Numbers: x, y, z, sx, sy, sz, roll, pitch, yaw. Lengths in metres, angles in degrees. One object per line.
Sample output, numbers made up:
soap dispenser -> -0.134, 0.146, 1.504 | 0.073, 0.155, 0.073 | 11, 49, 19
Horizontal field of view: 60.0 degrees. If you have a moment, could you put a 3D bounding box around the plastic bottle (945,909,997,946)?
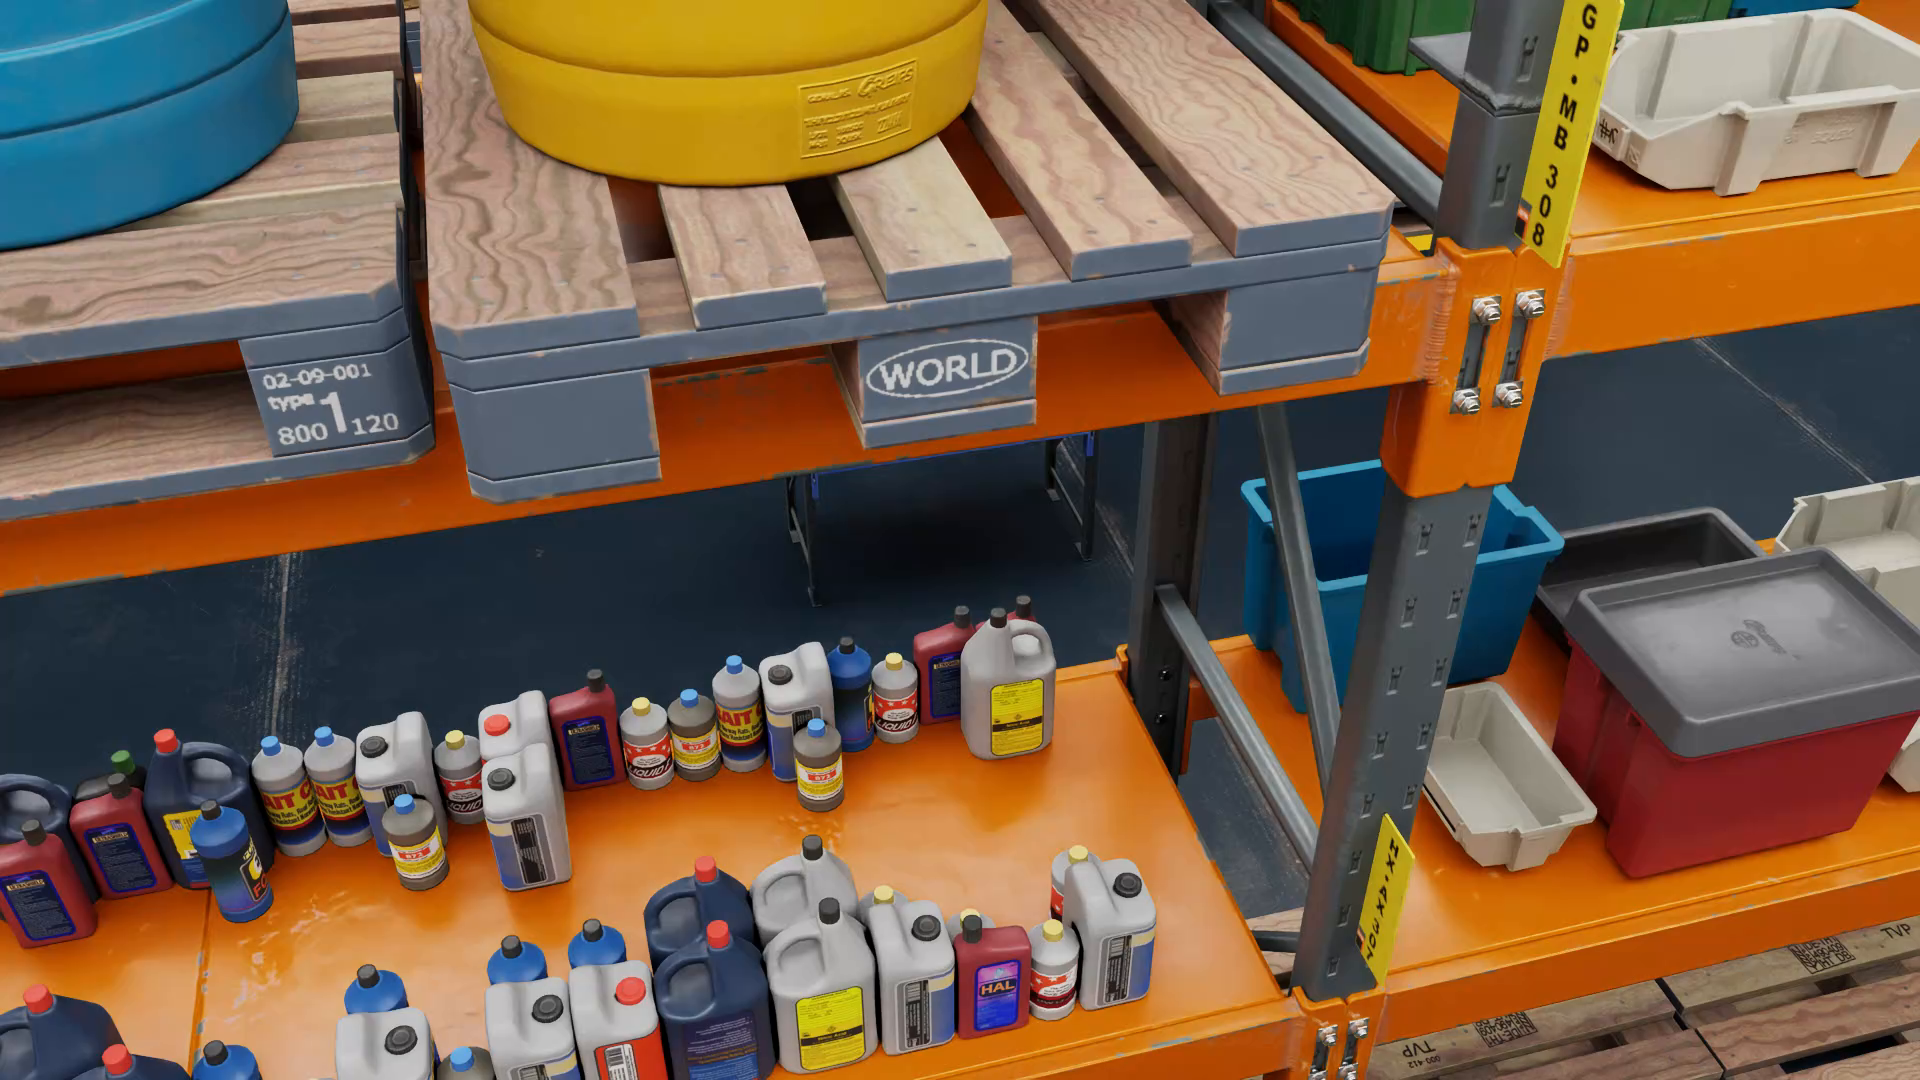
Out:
plastic bottle -> 0.018, 0.740, 2.978 | 0.097, 0.201, 0.097 | 0, 37, 0

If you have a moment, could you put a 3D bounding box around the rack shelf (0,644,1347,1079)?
rack shelf -> -1.367, 0.991, 3.077 | 4.000, 0.370, 1.077 | -9, 38, -12

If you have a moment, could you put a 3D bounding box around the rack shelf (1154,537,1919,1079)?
rack shelf -> 2.494, 0.358, 3.906 | 4.000, 0.370, 1.077 | -9, 38, -12

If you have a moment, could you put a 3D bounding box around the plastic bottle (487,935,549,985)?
plastic bottle -> -0.753, 0.781, 2.866 | 0.097, 0.271, 0.097 | 0, 37, 0

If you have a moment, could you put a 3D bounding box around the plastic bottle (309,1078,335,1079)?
plastic bottle -> -1.031, 0.950, 2.703 | 0.097, 0.201, 0.097 | 0, 37, 0

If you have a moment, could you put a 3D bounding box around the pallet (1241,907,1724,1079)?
pallet -> 1.263, 1.357, 4.302 | 1.213, 0.211, 1.003 | -9, 38, -12

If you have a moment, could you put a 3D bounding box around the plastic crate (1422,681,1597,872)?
plastic crate -> 1.050, 0.480, 3.322 | 0.243, 0.136, 0.396 | -9, 38, -12

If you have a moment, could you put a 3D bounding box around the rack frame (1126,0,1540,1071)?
rack frame -> 0.563, 0.389, 3.273 | 0.127, 3.000, 1.000 | -9, 38, -12

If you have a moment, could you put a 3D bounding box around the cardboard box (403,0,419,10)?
cardboard box -> -2.414, -2.408, 6.501 | 0.500, 0.500, 0.700 | -19, 41, -23

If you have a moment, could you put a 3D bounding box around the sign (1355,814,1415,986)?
sign -> 0.705, 0.602, 2.767 | 0.005, 0.325, 0.100 | -9, 38, -12

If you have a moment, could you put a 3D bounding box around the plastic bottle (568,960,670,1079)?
plastic bottle -> -0.572, 0.828, 2.801 | 0.135, 0.276, 0.152 | -9, 38, -12

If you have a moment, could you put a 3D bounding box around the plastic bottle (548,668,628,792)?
plastic bottle -> -0.759, 0.384, 3.376 | 0.133, 0.283, 0.061 | -9, 38, -12

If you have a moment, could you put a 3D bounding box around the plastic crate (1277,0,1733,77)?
plastic crate -> 0.894, -0.963, 2.745 | 0.662, 0.188, 0.450 | -9, 38, -12

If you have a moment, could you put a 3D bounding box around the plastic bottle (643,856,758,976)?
plastic bottle -> -0.455, 0.691, 2.919 | 0.185, 0.351, 0.144 | -9, 38, -12

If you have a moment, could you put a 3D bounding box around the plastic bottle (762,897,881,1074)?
plastic bottle -> -0.239, 0.746, 2.847 | 0.185, 0.351, 0.144 | -9, 38, -12

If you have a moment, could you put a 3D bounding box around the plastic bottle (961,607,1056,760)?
plastic bottle -> 0.100, 0.280, 3.455 | 0.185, 0.351, 0.144 | -9, 38, -12

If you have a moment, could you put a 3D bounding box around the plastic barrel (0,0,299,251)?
plastic barrel -> -1.044, -0.808, 1.611 | 0.708, 0.901, 0.600 | -9, 38, -12

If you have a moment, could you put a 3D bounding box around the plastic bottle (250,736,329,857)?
plastic bottle -> -1.314, 0.491, 3.245 | 0.097, 0.271, 0.097 | 0, 37, 0

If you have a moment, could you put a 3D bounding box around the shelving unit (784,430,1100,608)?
shelving unit -> -0.082, -0.582, 5.777 | 1.048, 1.500, 0.538 | -9, 38, -12

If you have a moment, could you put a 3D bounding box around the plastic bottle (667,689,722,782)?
plastic bottle -> -0.549, 0.393, 3.431 | 0.097, 0.201, 0.097 | 0, 37, 0

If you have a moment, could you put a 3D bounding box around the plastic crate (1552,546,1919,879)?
plastic crate -> 1.491, 0.345, 3.228 | 0.583, 0.464, 0.402 | -9, 38, -12

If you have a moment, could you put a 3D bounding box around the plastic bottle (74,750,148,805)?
plastic bottle -> -1.608, 0.523, 3.193 | 0.133, 0.283, 0.061 | -9, 38, -12

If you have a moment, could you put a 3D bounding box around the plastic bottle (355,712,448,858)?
plastic bottle -> -1.101, 0.471, 3.267 | 0.135, 0.276, 0.152 | -9, 38, -12

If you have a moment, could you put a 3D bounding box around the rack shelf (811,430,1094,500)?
rack shelf -> -0.082, -0.439, 5.886 | 1.000, 0.185, 0.538 | -9, 38, -12

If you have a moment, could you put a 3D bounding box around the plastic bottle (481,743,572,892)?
plastic bottle -> -0.837, 0.524, 3.198 | 0.135, 0.276, 0.152 | -9, 38, -12

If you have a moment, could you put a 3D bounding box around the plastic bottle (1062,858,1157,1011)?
plastic bottle -> 0.267, 0.690, 2.981 | 0.135, 0.276, 0.152 | -9, 38, -12

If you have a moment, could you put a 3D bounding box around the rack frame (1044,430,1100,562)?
rack frame -> 0.408, -0.663, 5.882 | 0.032, 1.500, 0.500 | -9, 38, -12

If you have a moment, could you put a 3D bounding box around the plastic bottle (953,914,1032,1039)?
plastic bottle -> 0.056, 0.751, 2.896 | 0.133, 0.283, 0.061 | -9, 38, -12

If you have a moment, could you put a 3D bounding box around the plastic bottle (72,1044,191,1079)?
plastic bottle -> -1.302, 0.920, 2.618 | 0.185, 0.351, 0.144 | -9, 38, -12

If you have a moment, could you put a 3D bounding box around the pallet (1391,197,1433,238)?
pallet -> 2.294, -1.904, 8.566 | 1.213, 0.211, 1.003 | -9, 38, -12

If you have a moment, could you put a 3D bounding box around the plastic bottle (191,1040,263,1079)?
plastic bottle -> -1.176, 0.908, 2.701 | 0.097, 0.271, 0.097 | 0, 37, 0

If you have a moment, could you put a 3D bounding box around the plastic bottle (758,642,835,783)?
plastic bottle -> -0.336, 0.346, 3.431 | 0.135, 0.276, 0.152 | -9, 38, -12

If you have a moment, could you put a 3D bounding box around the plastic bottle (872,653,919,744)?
plastic bottle -> -0.137, 0.326, 3.519 | 0.097, 0.201, 0.097 | 0, 37, 0

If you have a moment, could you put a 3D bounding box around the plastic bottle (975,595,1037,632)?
plastic bottle -> 0.098, 0.243, 3.559 | 0.133, 0.283, 0.061 | -9, 38, -12

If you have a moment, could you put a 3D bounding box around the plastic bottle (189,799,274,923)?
plastic bottle -> -1.370, 0.591, 3.115 | 0.097, 0.271, 0.097 | 0, 37, 0

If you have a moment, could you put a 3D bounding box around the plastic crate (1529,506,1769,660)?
plastic crate -> 1.574, 0.139, 3.776 | 0.590, 0.125, 0.437 | -9, 38, -12

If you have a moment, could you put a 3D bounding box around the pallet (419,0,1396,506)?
pallet -> -0.168, -0.546, 2.182 | 1.003, 0.211, 1.213 | -9, 38, -12

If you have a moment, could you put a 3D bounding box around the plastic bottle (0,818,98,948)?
plastic bottle -> -1.700, 0.629, 3.055 | 0.133, 0.283, 0.061 | -9, 38, -12

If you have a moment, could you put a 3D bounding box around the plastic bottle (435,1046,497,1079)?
plastic bottle -> -0.807, 0.913, 2.751 | 0.097, 0.201, 0.097 | 0, 37, 0
